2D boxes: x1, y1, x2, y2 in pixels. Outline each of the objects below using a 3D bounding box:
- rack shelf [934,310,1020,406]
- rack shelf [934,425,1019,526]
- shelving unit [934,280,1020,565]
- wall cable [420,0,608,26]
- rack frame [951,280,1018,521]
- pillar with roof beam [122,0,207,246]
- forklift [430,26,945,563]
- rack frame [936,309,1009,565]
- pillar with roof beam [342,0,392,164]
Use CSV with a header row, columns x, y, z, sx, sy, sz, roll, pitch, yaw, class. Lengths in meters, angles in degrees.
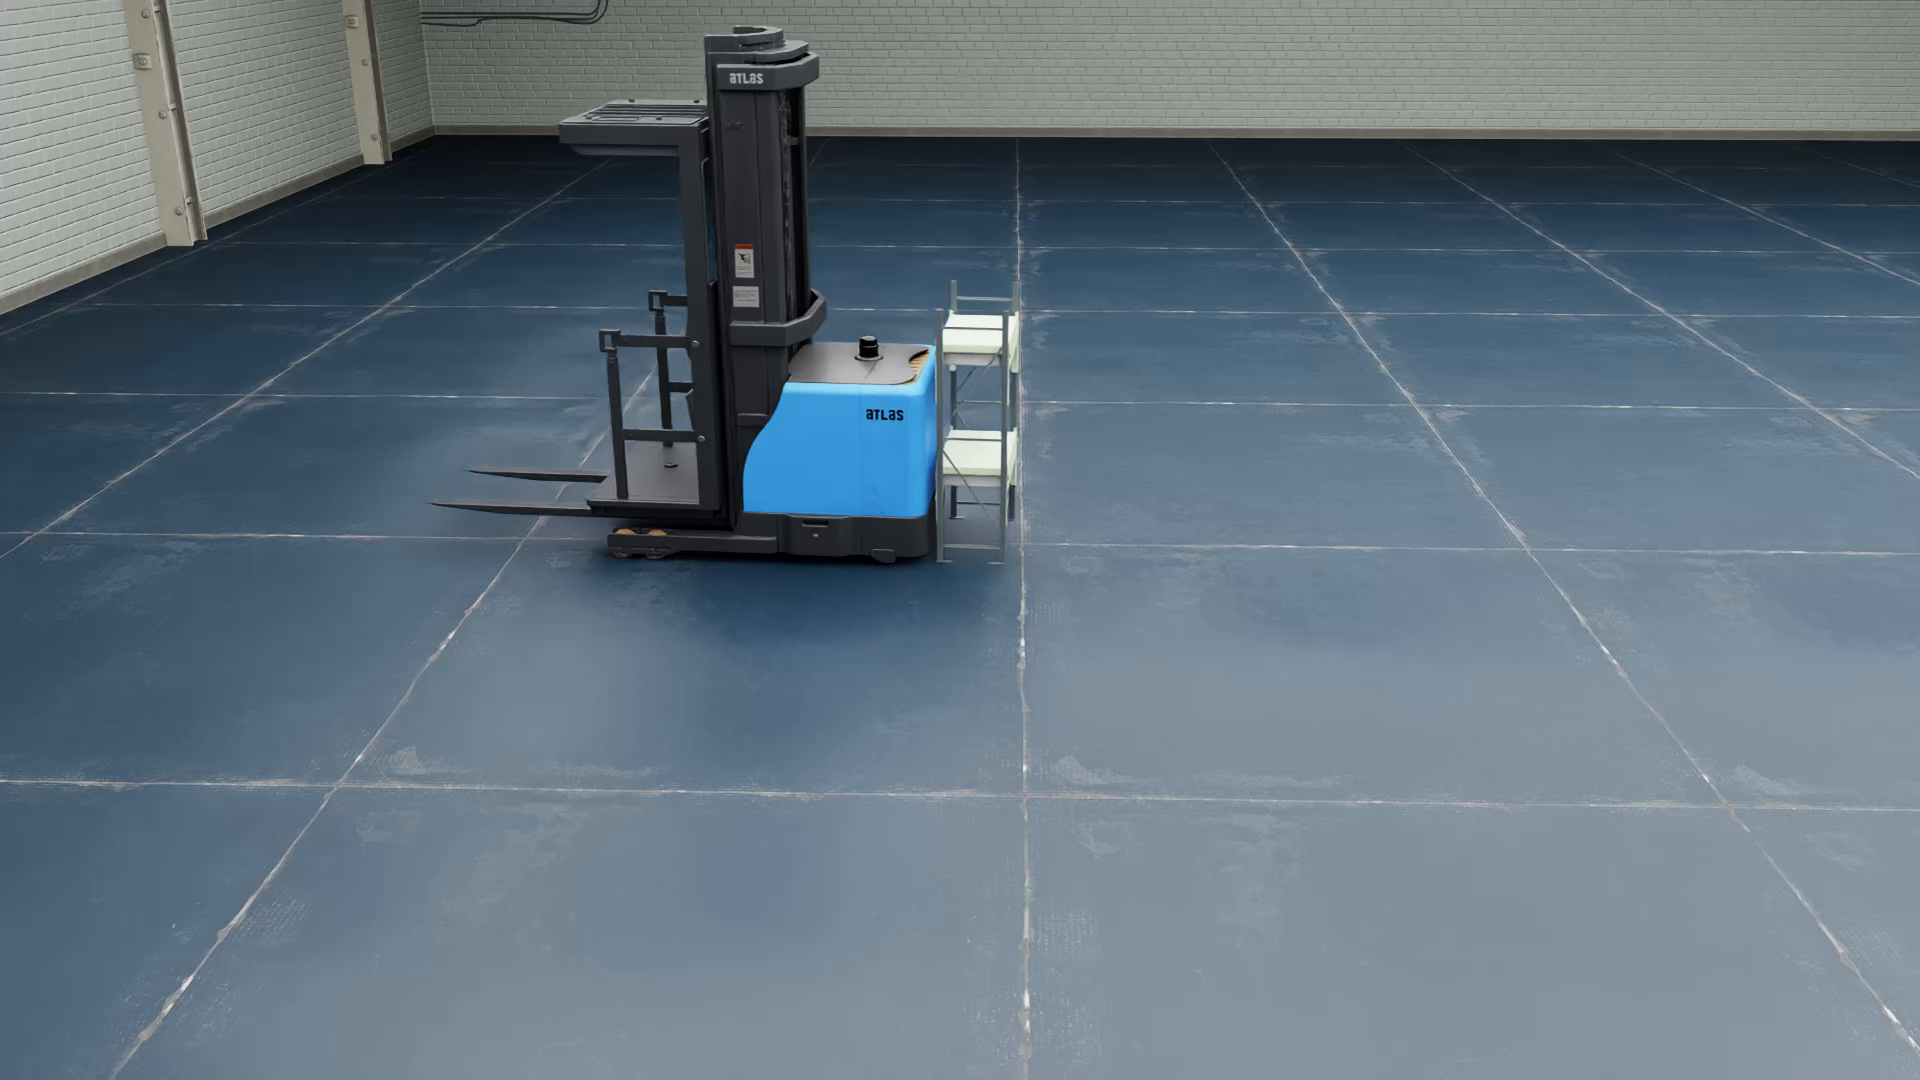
x,y,z,sx,sy,sz,roll,pitch,yaw,class
0.106,-1.059,9.605,0.431,0.370,0.720,2,21,6,rack shelf
0.105,-0.391,9.865,0.431,0.370,0.720,2,21,6,rack shelf
0.105,-0.695,9.747,0.431,1.500,0.755,2,21,6,shelving unit
-7.071,-9.301,25.853,3.097,2.526,0.112,1,21,2,wall cable
0.144,-0.827,10.086,0.400,1.500,0.023,2,21,6,rack frame
-4.362,-7.482,16.871,9.100,9.000,0.400,1,21,2,pillar with roof beam
-1.642,-1.442,9.693,3.031,2.935,1.130,2,21,6,forklift
0.067,-0.564,9.407,0.400,1.500,0.023,2,21,6,rack frame
-4.180,-9.651,22.462,9.100,9.000,0.400,1,21,2,pillar with roof beam
